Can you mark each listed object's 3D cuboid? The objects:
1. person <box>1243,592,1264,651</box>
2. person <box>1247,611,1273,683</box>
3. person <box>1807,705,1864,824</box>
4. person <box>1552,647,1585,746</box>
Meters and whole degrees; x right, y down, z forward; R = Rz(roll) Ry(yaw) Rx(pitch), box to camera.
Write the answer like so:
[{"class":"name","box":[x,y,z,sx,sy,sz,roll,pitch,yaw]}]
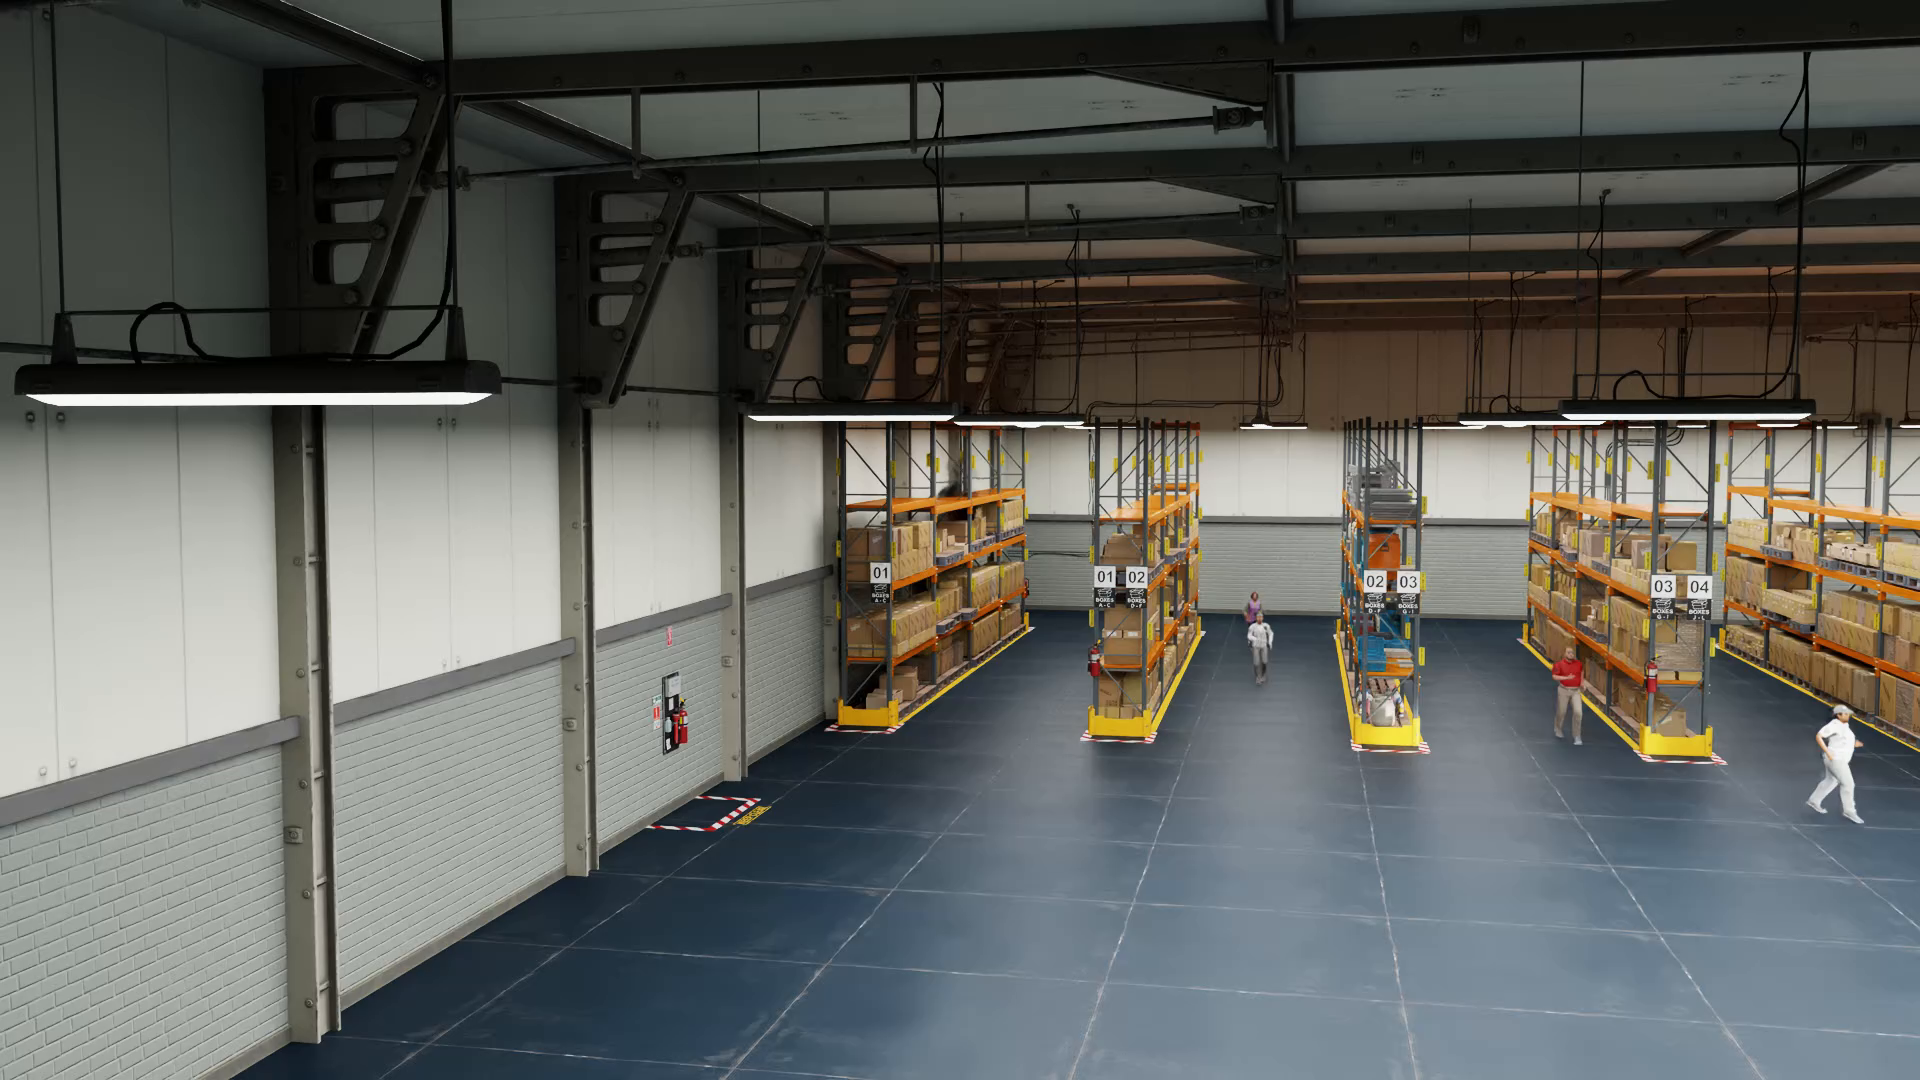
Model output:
[{"class":"person","box":[7.683,2.129,43.465,0.533,1.554,0.508,0,4,-5]},{"class":"person","box":[6.809,2.435,37.681,0.590,1.655,0.619,0,4,7]},{"class":"person","box":[12.989,3.283,24.606,0.795,1.702,0.599,3,5,39]},{"class":"person","box":[11.250,2.863,30.746,0.641,1.781,0.845,0,4,4]}]
